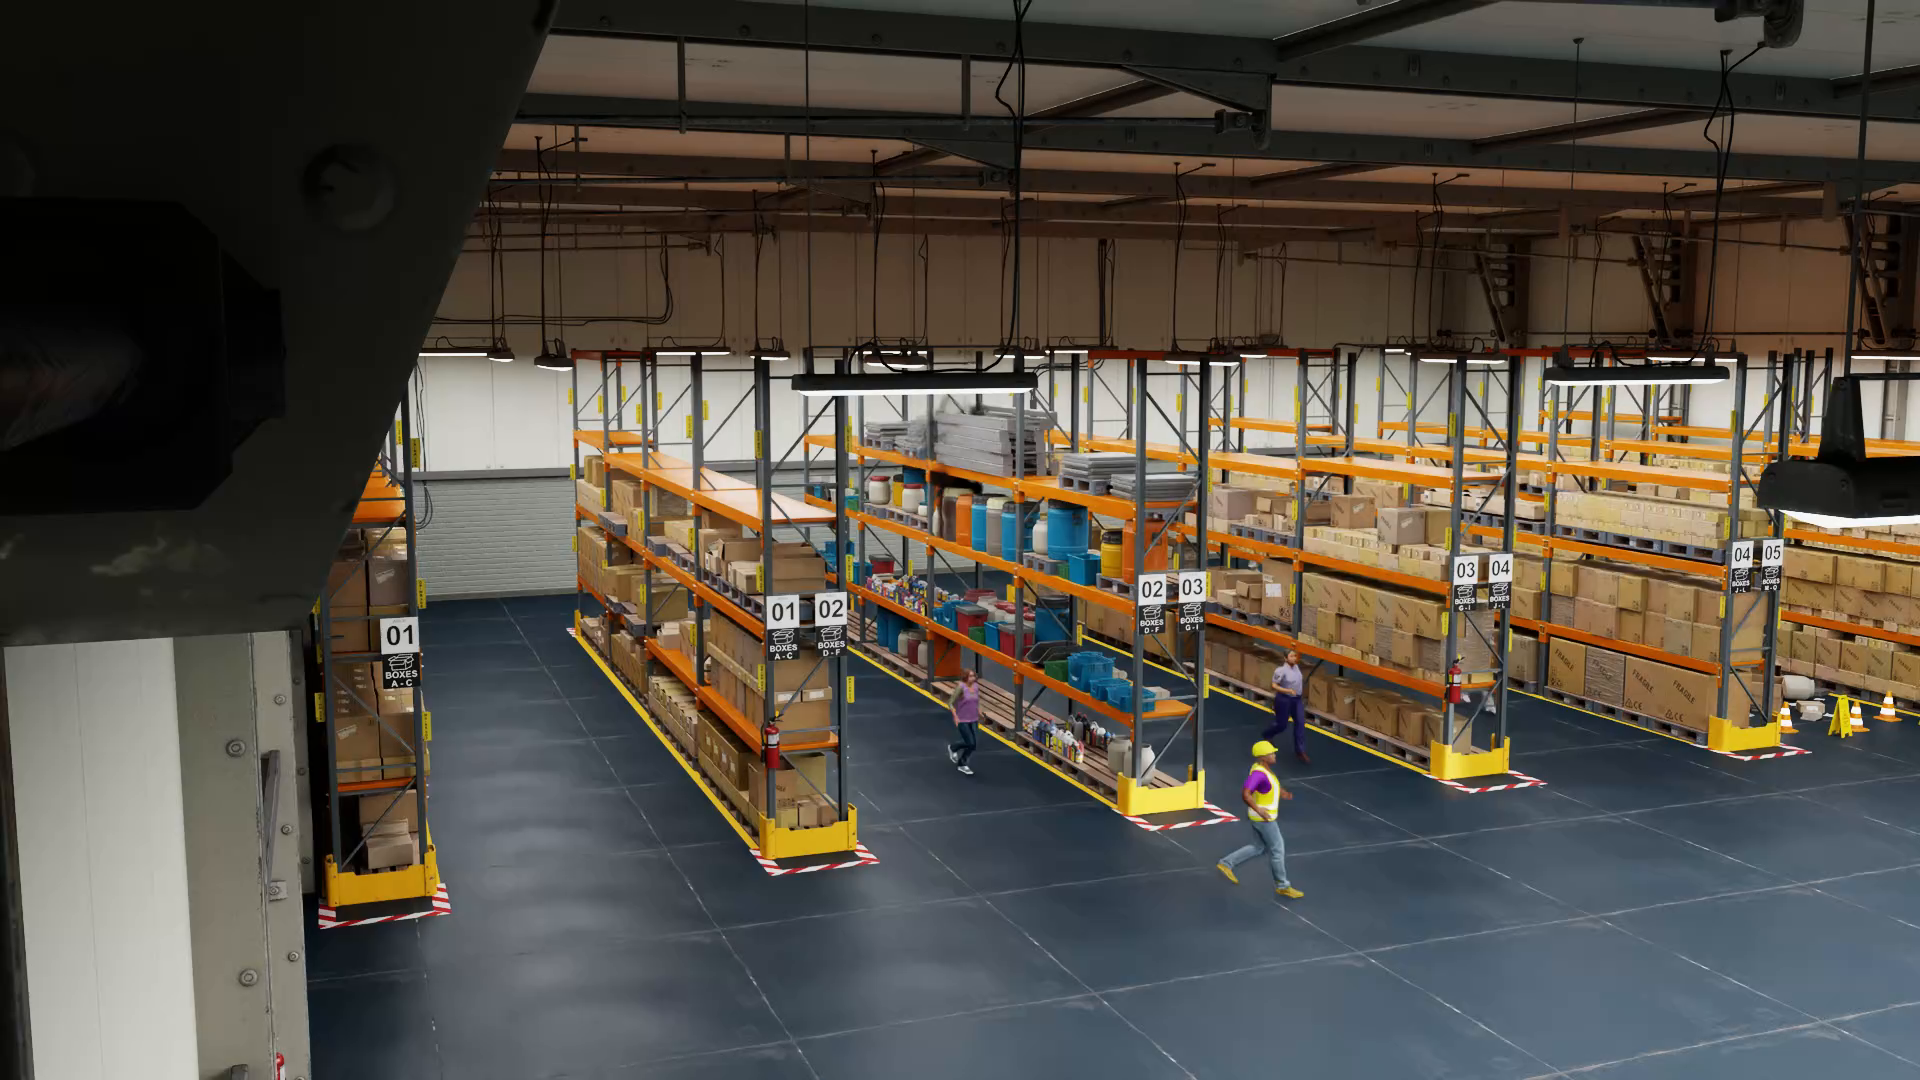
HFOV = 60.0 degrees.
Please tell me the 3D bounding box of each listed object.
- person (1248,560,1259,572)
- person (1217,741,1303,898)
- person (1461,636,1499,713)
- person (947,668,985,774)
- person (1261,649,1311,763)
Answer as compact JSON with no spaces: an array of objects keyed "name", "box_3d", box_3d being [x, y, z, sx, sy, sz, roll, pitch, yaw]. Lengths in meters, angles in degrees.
[{"name":"person","box_3d":[7.501,0.131,42.775,0.713,1.830,0.634,-6,10,-42]},{"name":"person","box_3d":[3.392,3.133,18.721,0.971,1.774,0.700,1,7,5]},{"name":"person","box_3d":[8.729,2.019,27.892,0.567,1.648,0.969,-5,9,-35]},{"name":"person","box_3d":[0.094,2.603,23.948,0.522,1.553,0.577,-5,9,-38]},{"name":"person","box_3d":[4.886,2.434,24.829,0.612,1.652,0.929,-4,8,-30]}]
